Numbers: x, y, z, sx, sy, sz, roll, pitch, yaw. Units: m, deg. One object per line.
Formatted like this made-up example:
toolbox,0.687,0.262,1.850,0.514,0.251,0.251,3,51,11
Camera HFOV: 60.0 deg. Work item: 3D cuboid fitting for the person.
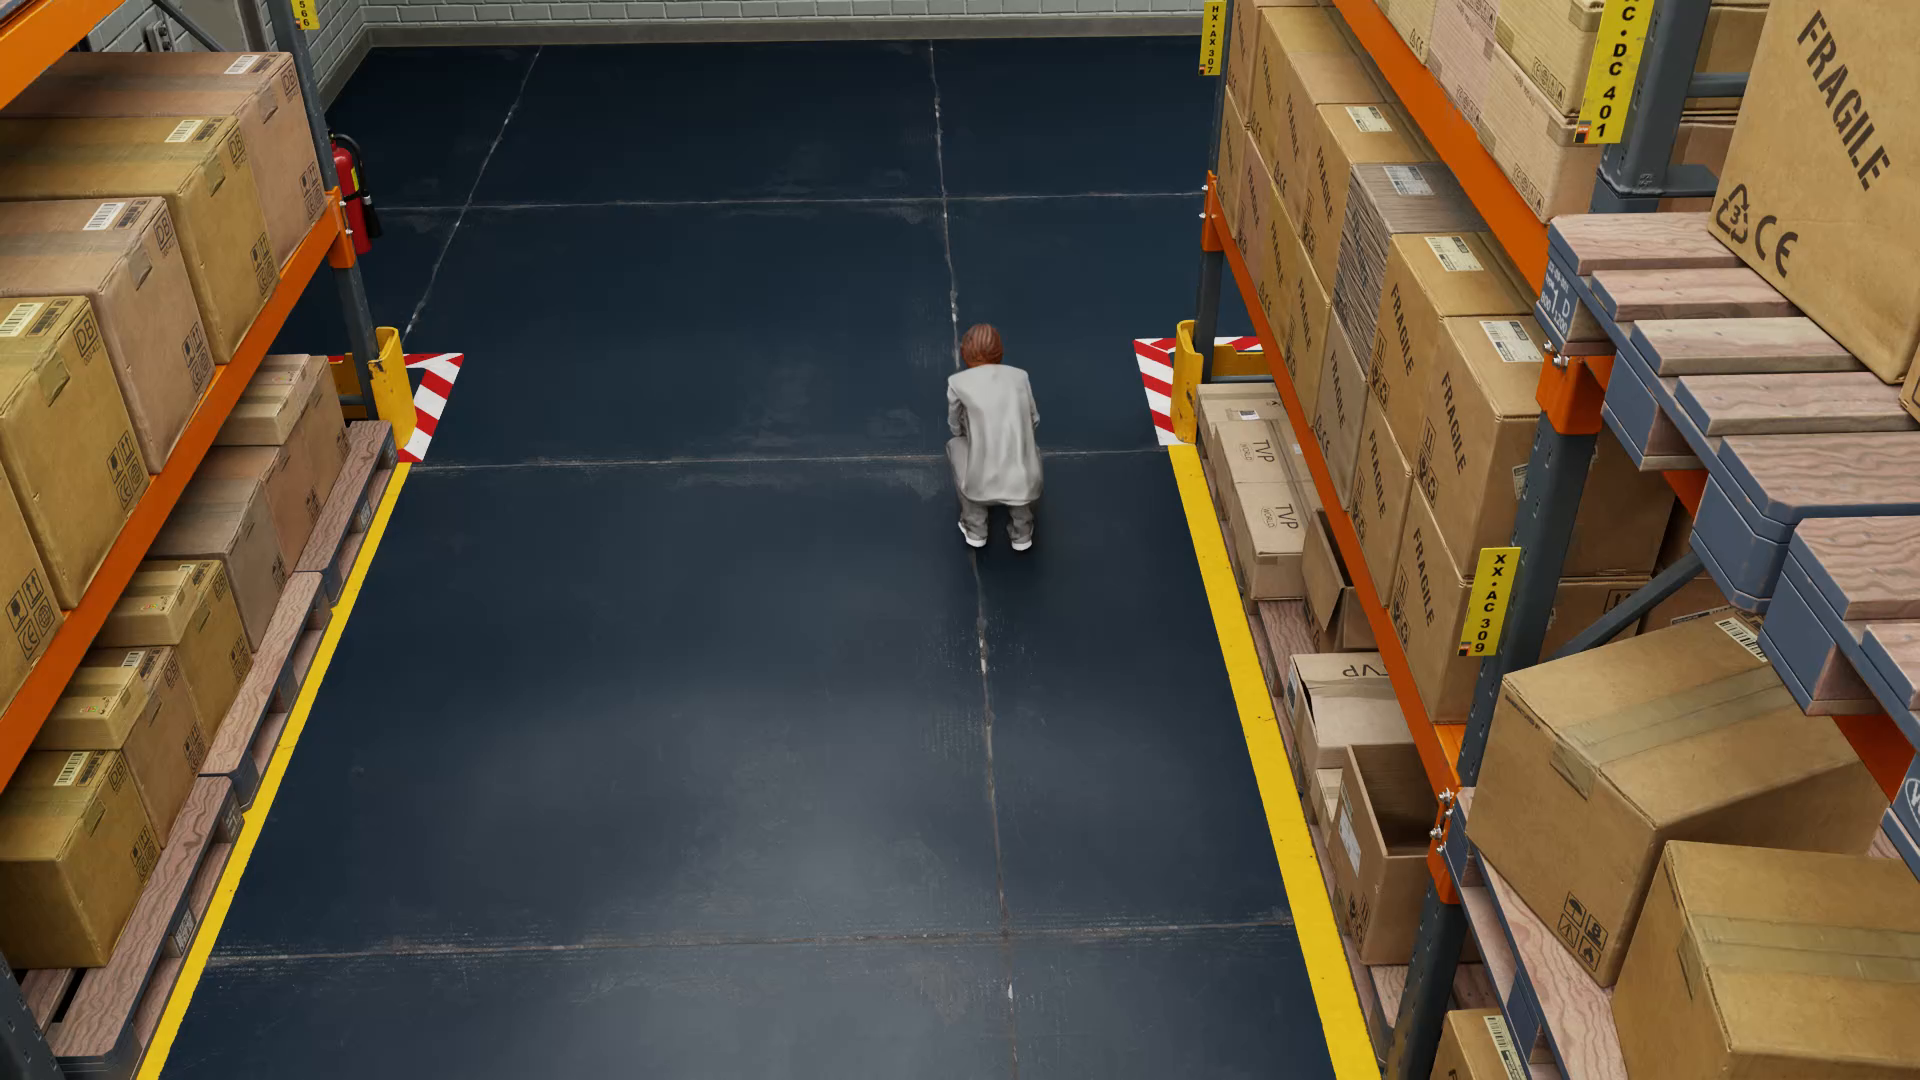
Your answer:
person,0.157,-0.446,7.391,0.430,0.889,0.811,-2,36,-3
